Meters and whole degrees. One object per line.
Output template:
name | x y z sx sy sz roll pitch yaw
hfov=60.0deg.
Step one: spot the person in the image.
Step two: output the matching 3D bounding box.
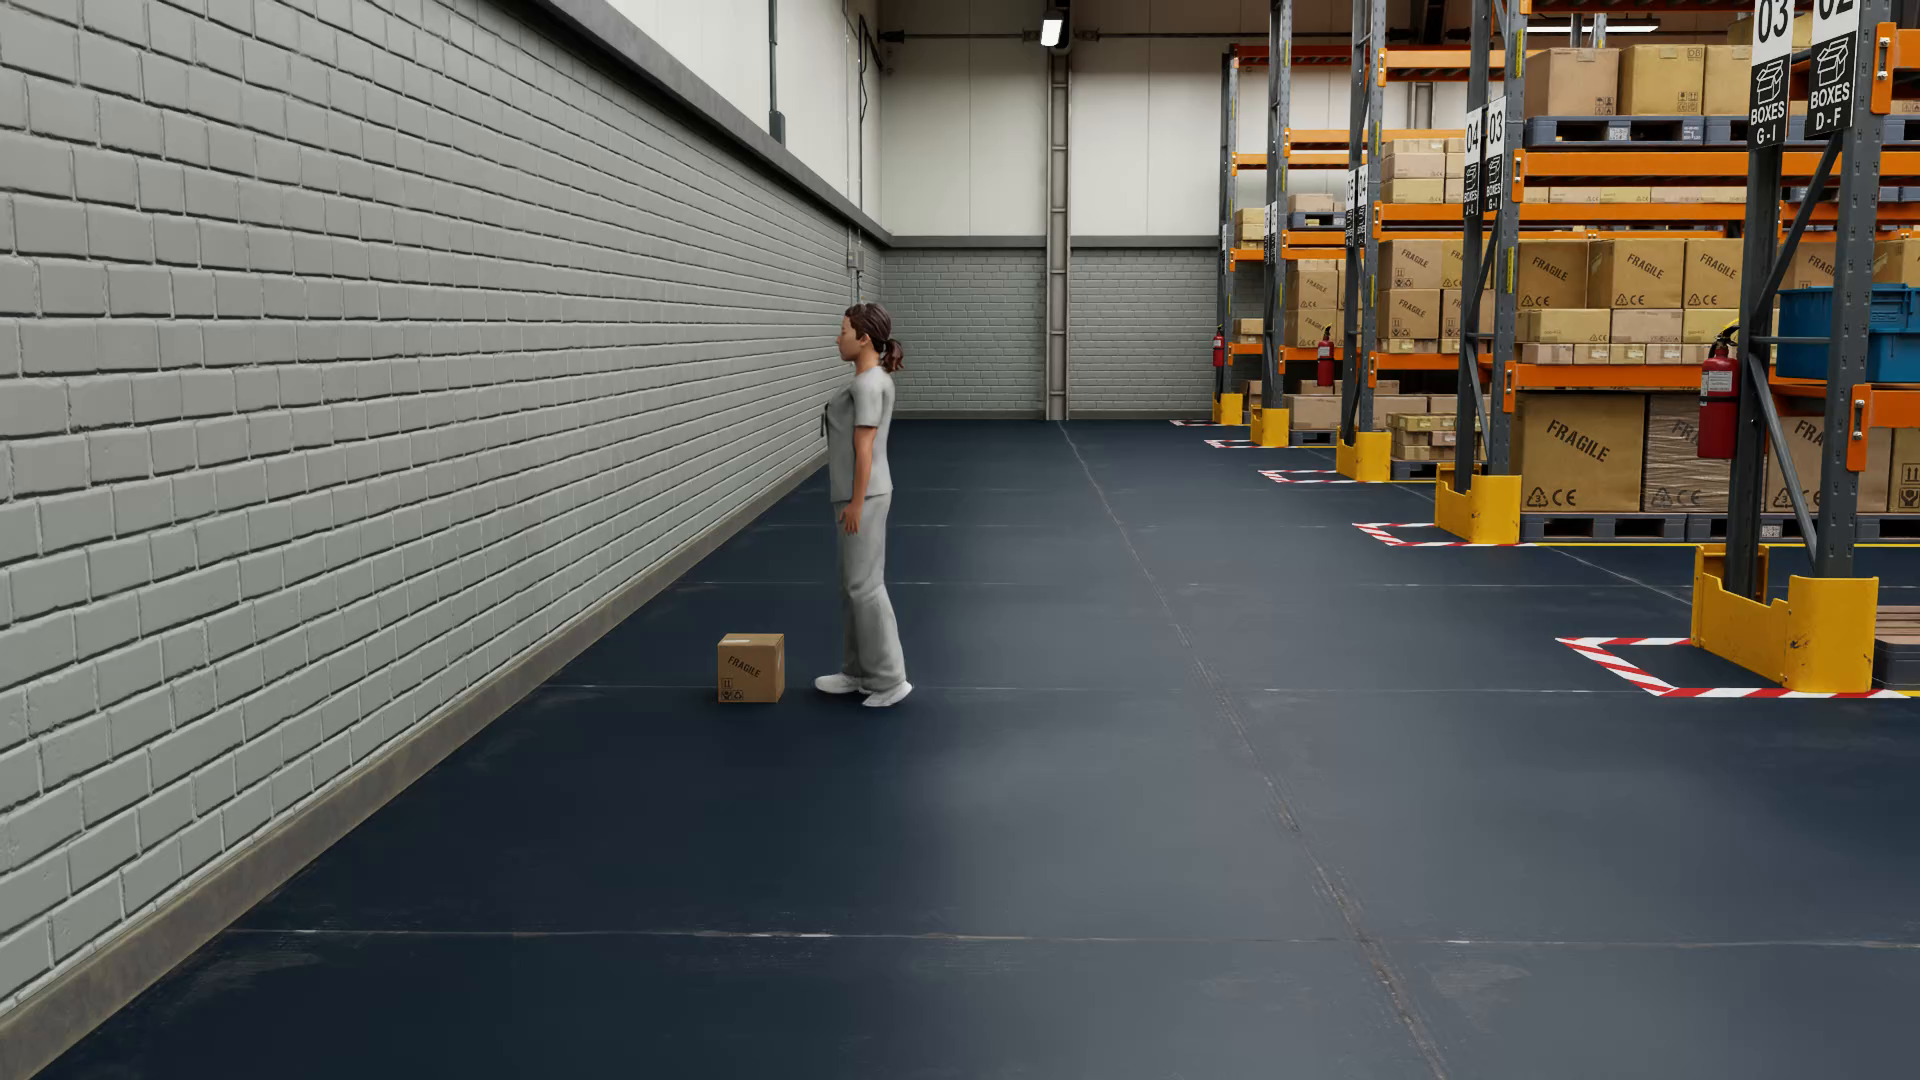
person | -0.415 -0.124 7.010 0.438 1.732 0.441 0 7 2
